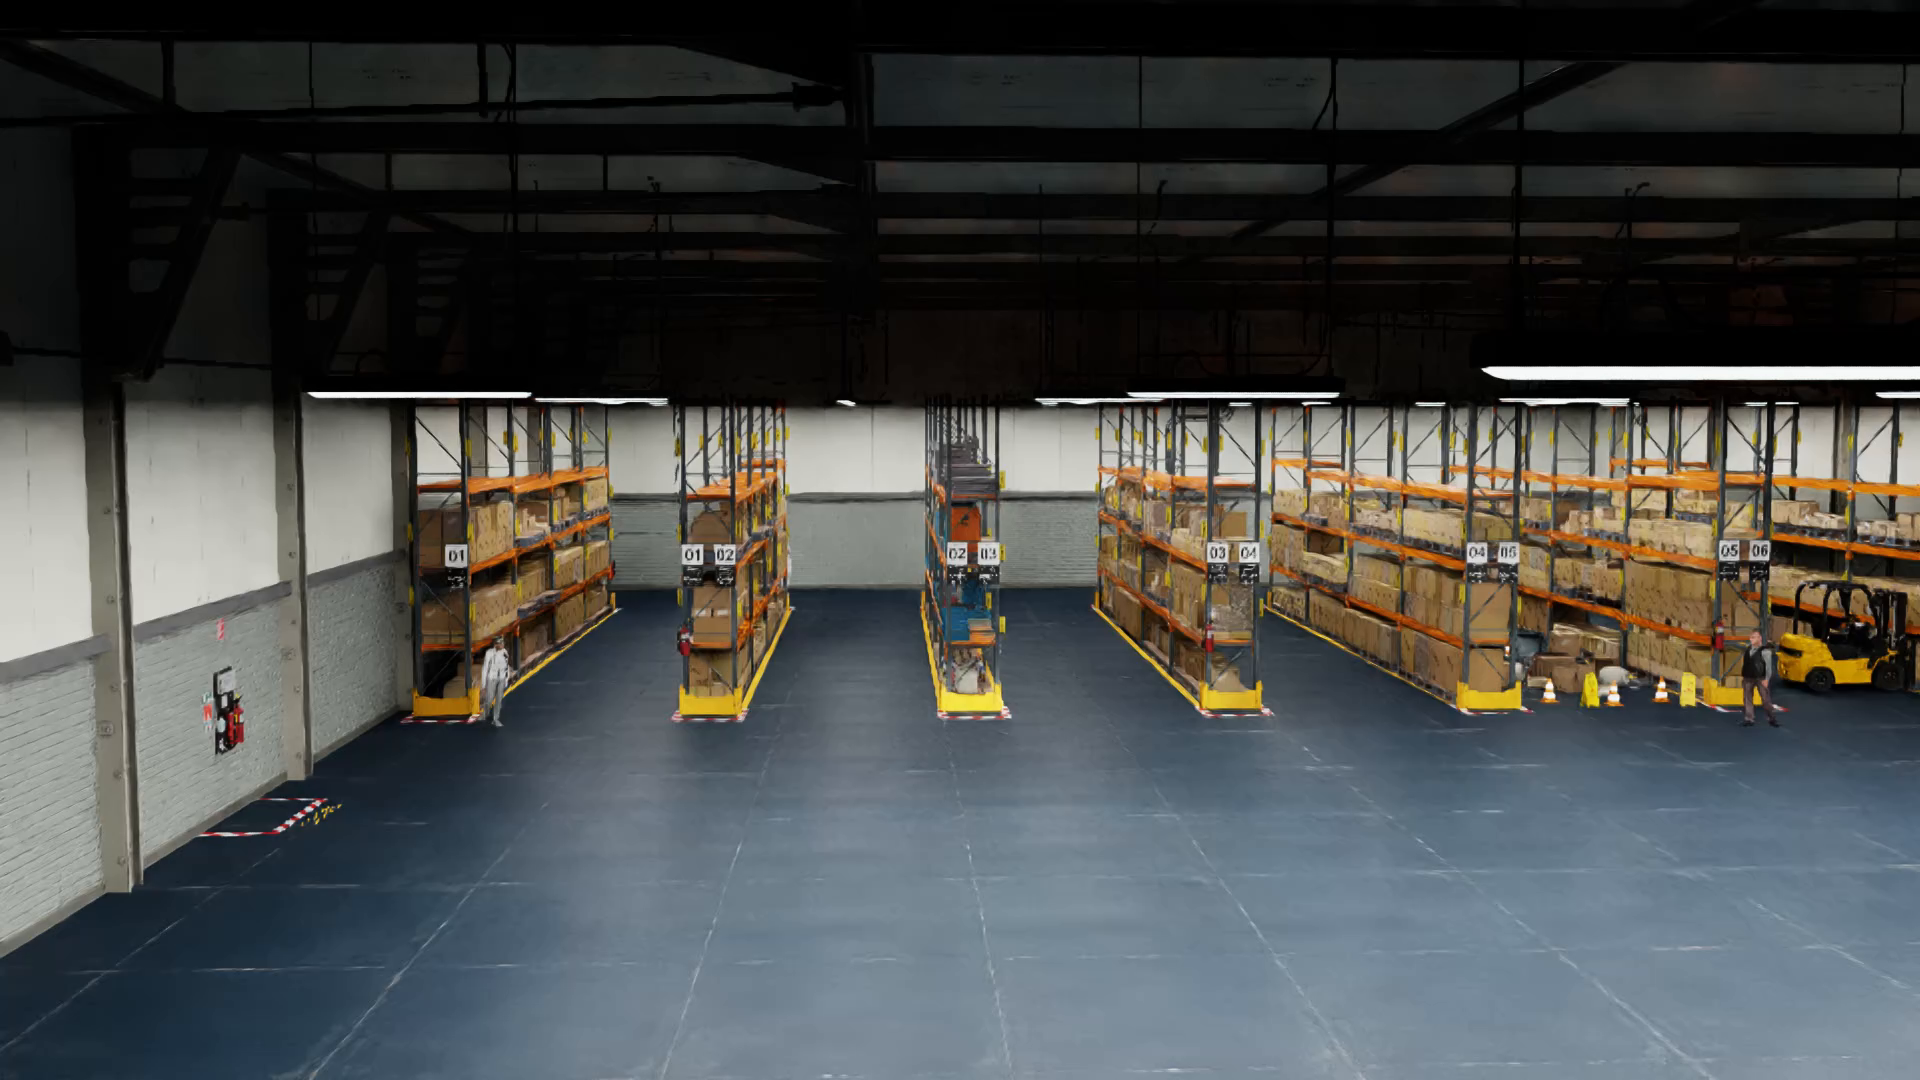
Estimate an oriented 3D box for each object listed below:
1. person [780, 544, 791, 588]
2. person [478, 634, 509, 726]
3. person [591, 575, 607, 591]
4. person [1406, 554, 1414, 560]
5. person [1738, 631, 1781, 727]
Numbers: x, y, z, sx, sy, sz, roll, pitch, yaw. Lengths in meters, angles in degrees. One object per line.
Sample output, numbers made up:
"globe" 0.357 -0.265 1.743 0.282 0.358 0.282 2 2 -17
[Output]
"person" -5.173 1.005 48.342 0.463 1.780 0.701 2 5 24
"person" -8.418 2.520 30.049 0.538 1.671 0.517 -4 6 -39
"person" -10.462 1.028 48.124 0.562 1.762 0.733 3 5 31
"person" 12.610 1.200 46.628 0.385 1.665 0.582 0 5 1
"person" 14.421 2.506 29.976 0.507 1.718 0.711 -3 5 -33
